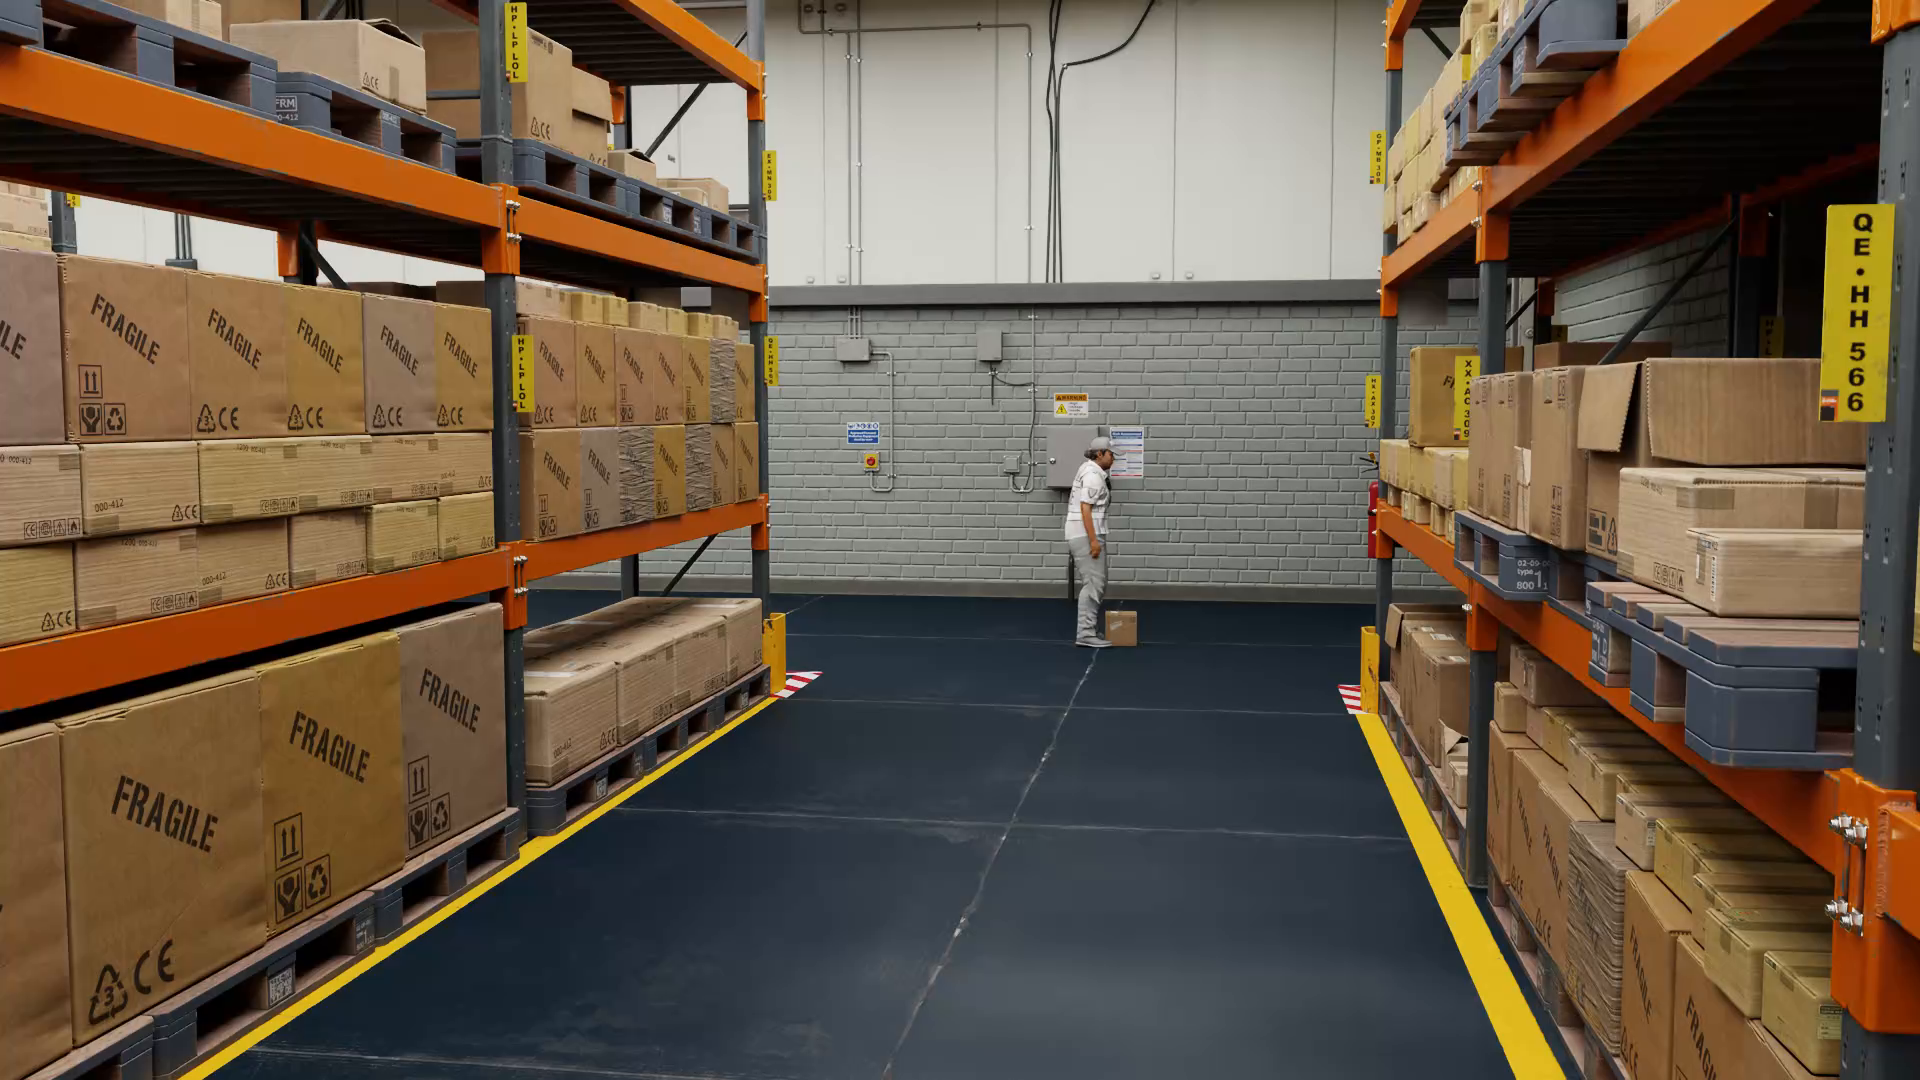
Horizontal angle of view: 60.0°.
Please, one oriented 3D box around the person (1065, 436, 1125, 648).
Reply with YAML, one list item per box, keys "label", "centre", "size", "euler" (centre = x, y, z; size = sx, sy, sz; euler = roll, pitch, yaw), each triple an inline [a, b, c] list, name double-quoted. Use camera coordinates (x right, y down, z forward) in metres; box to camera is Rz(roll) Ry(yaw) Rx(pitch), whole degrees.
- label: "person"
  centre: [1.078, 0.004, 13.313]
  size: [0.473, 1.666, 0.547]
  euler: [1, 5, 8]
